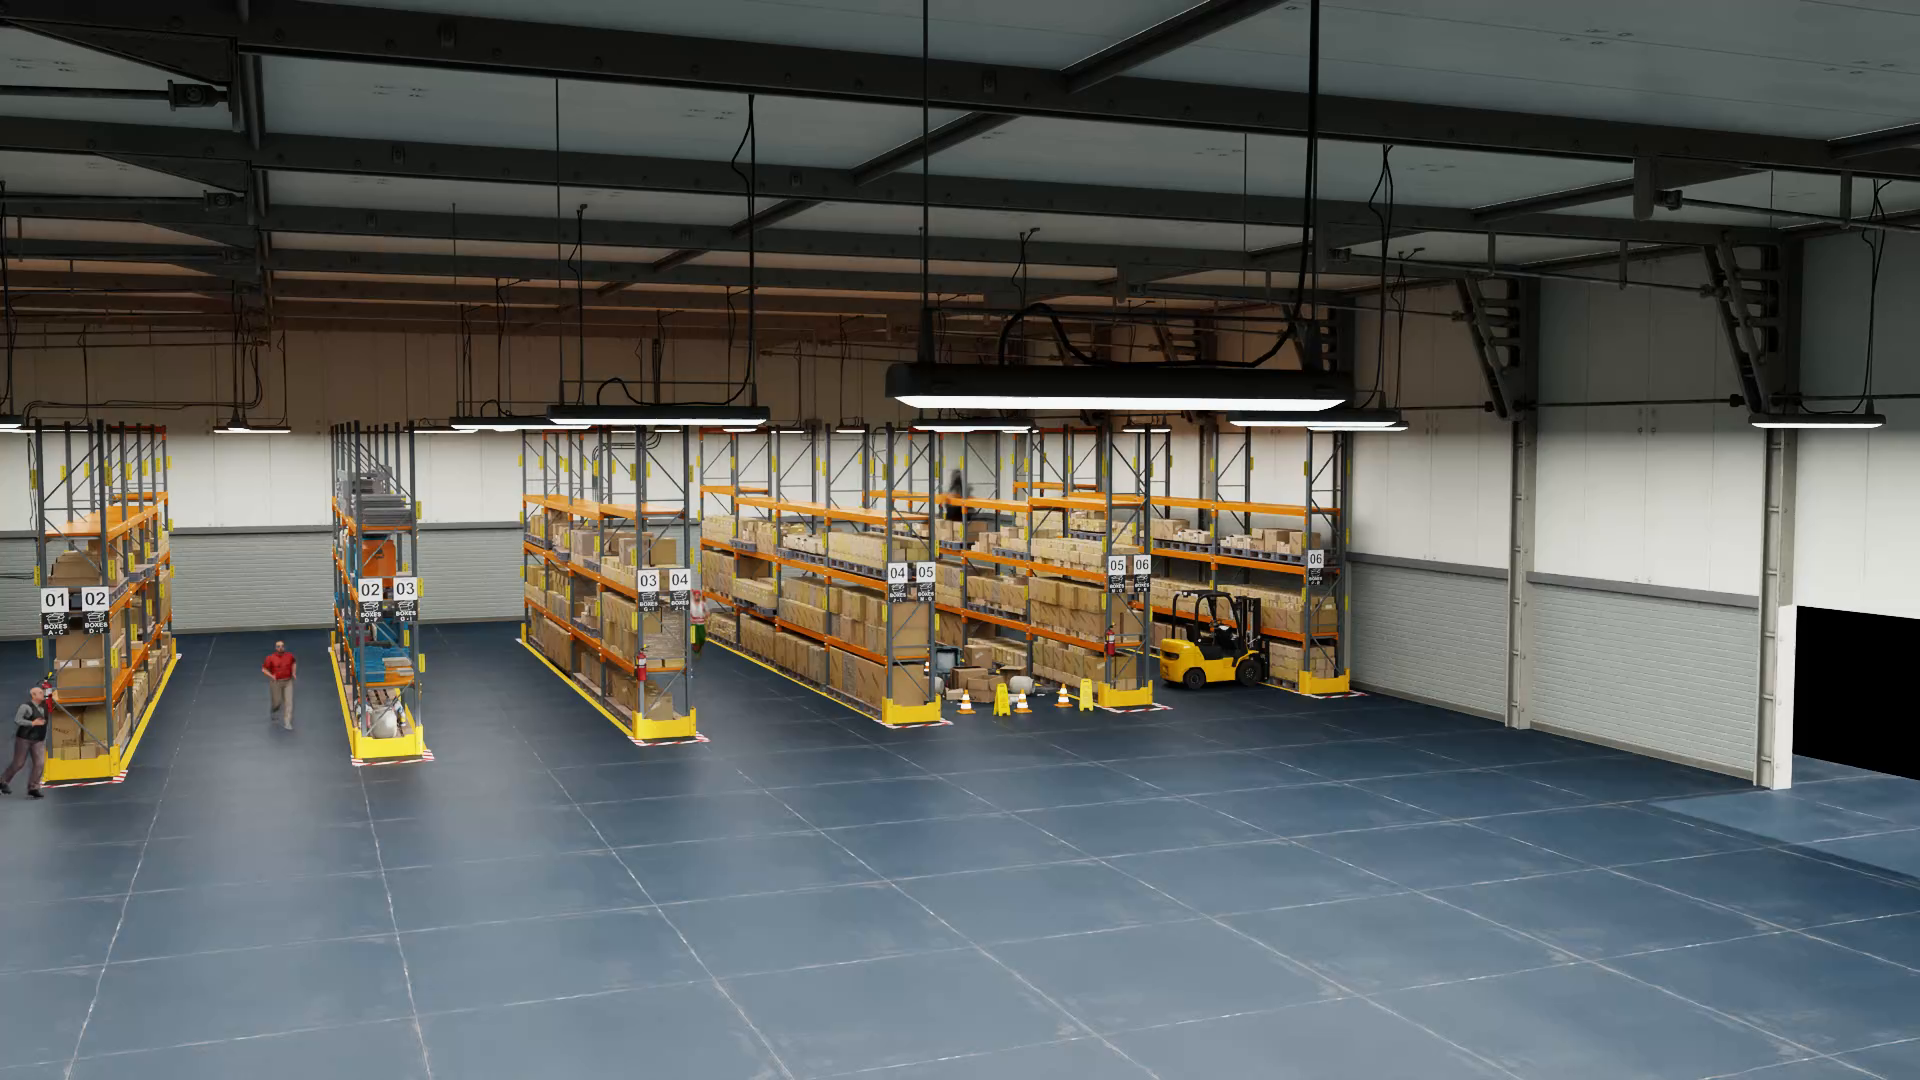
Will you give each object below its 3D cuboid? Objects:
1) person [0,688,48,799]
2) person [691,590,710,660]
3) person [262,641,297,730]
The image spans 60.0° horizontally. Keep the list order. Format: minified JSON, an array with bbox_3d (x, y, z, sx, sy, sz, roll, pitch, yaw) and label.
[{"bbox_3d":[-14.798,3.214,26.524,0.886,1.715,0.678,1,4,21],"label":"person"},{"bbox_3d":[-6.742,2.173,42.671,0.669,1.765,0.914,-1,4,-16],"label":"person"},{"bbox_3d":[-13.311,2.831,32.597,0.673,1.716,0.919,-3,4,-35],"label":"person"}]
